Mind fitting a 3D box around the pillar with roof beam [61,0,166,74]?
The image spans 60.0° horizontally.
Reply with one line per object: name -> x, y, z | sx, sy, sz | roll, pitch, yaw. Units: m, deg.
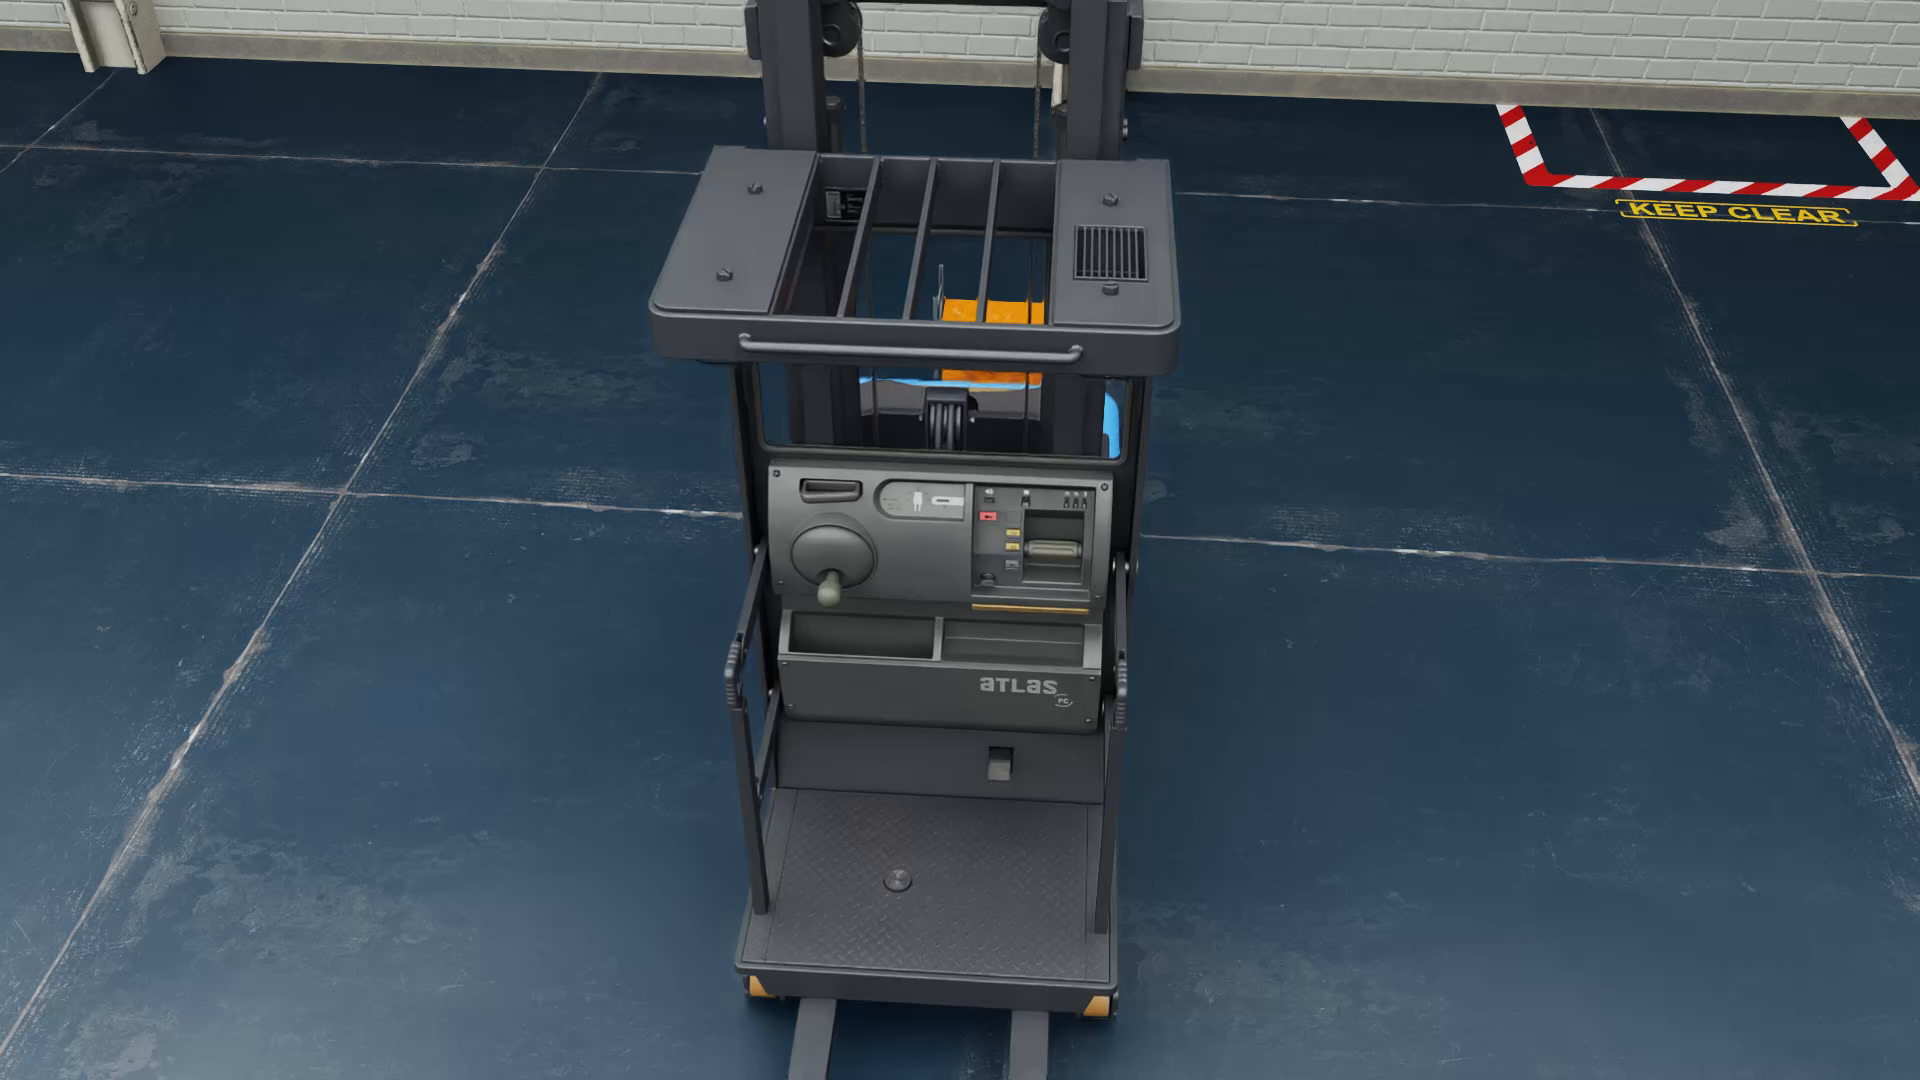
pillar with roof beam -> -5.593, -3.775, 4.260 | 0.400, 9.000, 9.100 | 3, 39, 4

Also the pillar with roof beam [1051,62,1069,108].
pillar with roof beam -> 0.385, -3.448, 3.858 | 0.400, 9.000, 9.100 | 3, 39, 4

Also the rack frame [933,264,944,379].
rack frame -> -0.078, -0.470, 6.376 | 0.015, 1.200, 0.240 | 3, 39, 4

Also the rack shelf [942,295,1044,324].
rack shelf -> 0.165, -0.761, 6.112 | 0.480, 0.148, 0.258 | 3, 39, 4

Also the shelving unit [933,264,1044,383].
shelving unit -> 0.165, -0.456, 6.360 | 0.503, 1.200, 0.258 | 3, 39, 4

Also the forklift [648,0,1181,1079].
forklift -> -0.068, 0.071, 4.341 | 1.130, 2.935, 3.031 | 2, 39, 3

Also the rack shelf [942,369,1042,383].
rack shelf -> 0.165, -0.578, 6.261 | 0.480, 0.148, 0.258 | 3, 39, 4
